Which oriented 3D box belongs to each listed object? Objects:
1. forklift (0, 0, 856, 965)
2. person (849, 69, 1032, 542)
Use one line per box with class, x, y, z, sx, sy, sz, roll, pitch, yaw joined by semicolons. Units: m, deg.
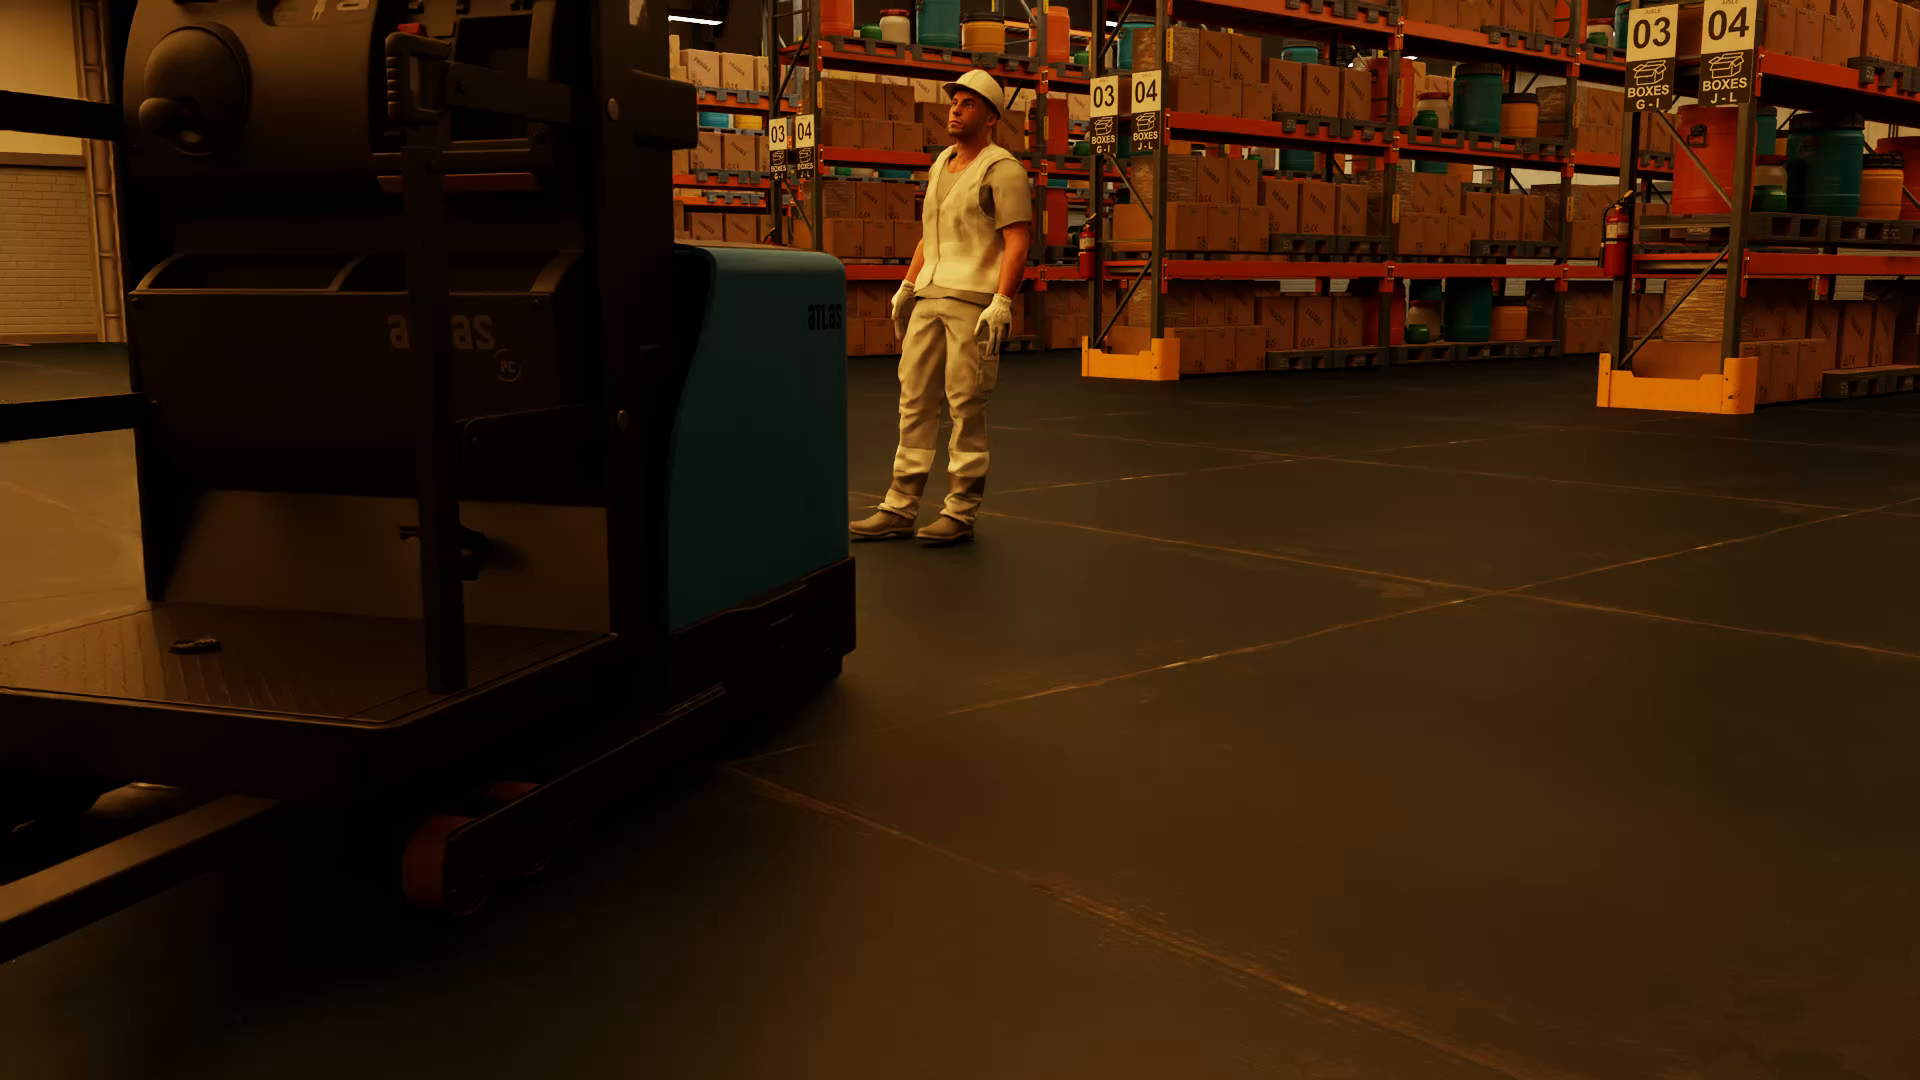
forklift;-1.203;-0.914;2.863;1.130;2.935;3.031;3;9;18
person;-0.068;-0.884;6.359;0.564;1.787;0.638;-8;12;-40
